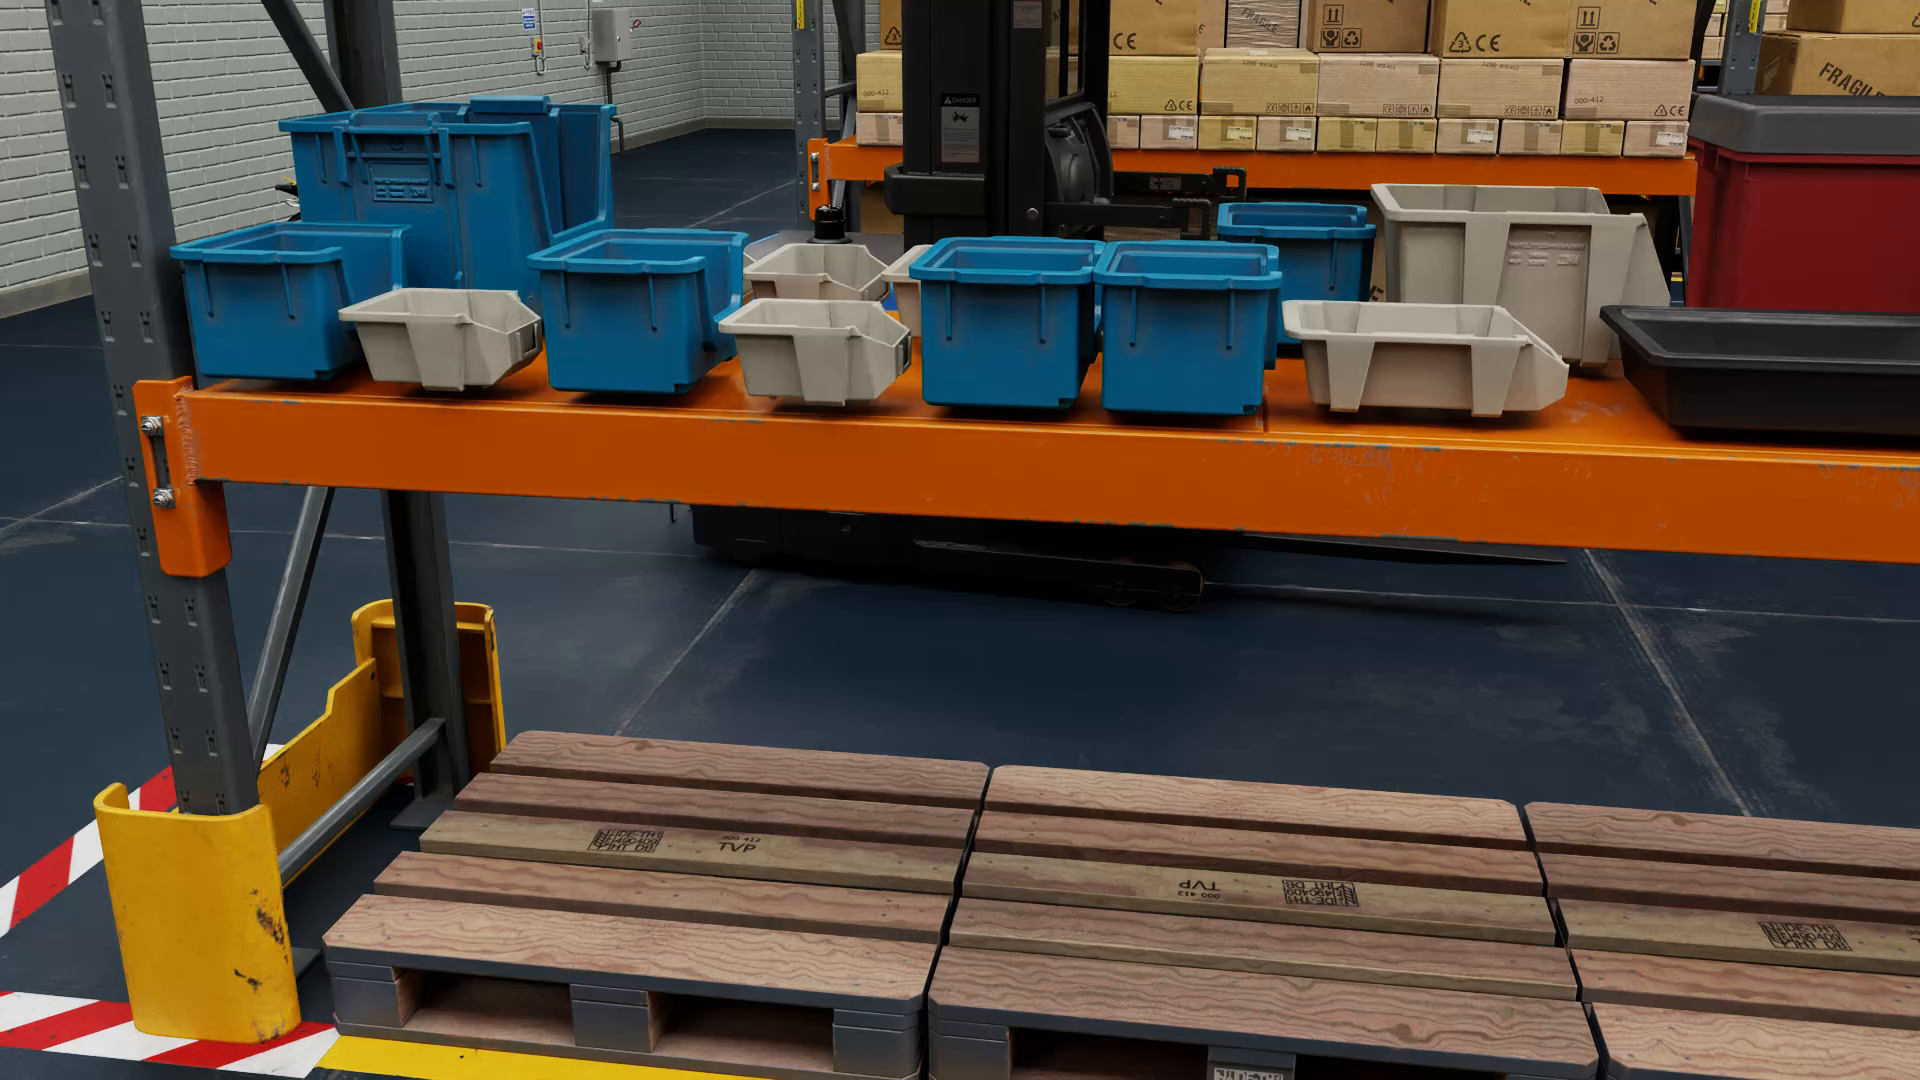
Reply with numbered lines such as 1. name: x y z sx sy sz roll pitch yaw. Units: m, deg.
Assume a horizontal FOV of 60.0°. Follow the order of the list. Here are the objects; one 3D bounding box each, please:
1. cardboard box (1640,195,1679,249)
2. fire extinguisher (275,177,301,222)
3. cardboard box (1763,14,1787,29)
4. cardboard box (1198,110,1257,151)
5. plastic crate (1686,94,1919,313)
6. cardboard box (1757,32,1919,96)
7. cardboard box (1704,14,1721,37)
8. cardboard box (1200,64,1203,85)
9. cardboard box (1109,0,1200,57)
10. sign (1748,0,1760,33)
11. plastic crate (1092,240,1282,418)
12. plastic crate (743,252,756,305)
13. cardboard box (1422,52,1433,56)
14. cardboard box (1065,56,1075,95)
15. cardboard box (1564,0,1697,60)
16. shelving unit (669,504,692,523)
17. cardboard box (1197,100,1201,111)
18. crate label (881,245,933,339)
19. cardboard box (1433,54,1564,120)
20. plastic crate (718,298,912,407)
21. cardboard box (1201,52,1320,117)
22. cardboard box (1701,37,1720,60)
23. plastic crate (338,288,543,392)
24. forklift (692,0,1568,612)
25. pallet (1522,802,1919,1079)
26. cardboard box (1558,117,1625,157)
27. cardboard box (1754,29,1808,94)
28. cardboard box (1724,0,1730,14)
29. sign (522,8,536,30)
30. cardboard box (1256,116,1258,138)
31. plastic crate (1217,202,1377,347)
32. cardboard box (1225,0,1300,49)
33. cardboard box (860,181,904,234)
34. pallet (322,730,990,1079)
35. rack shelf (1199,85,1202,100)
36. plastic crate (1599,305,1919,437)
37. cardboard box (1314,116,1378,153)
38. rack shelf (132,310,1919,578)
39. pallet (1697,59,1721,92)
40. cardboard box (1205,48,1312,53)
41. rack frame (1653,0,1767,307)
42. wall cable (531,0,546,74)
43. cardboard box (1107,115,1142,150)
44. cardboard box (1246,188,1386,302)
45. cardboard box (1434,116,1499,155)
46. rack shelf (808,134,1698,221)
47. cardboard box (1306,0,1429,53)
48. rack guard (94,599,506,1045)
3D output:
1. cardboard box: 4.906 -2.403 12.037 0.500 0.500 0.500 4 19 11
2. fire extinguisher: -1.479 -0.547 3.921 0.183 0.674 0.296 3 19 9
3. cardboard box: 5.569 -3.516 11.350 0.250 0.149 0.380 4 19 11
4. cardboard box: 1.200 -1.845 7.486 0.250 0.149 0.380 2 19 7
5. plastic crate: 1.705 -0.592 3.149 0.583 0.464 0.402 3 19 9
6. cardboard box: 3.747 -1.907 7.118 0.500 0.500 0.500 3 19 9
7. cardboard box: 5.046 -3.542 11.427 0.250 0.149 0.380 3 19 10
8. cardboard box: 1.833 -3.430 12.224 0.250 0.149 0.380 3 19 8
9. cardboard box: 0.820 -2.430 7.424 0.500 0.500 0.500 2 19 7
10. sign: 3.246 -2.235 6.767 0.005 0.325 0.100 3 19 9
11. plastic crate: 0.385 -0.363 2.830 0.300 0.233 0.416 3 19 9
12. plastic crate: -0.569 -0.530 3.480 0.243 0.136 0.396 3 19 9
13. cardboard box: 2.420 -2.163 7.809 0.500 0.250 0.500 3 19 8
14. cardboard box: 0.328 -2.100 7.618 0.500 0.250 0.500 3 19 8
15. cardboard box: 2.836 -2.326 7.113 0.500 0.500 0.500 3 19 10
16. shelving unit: -0.985 -0.585 6.396 0.252 1.050 0.215 5 19 15
17. cardboard box: 1.052 -2.065 8.143 0.250 0.149 0.380 3 19 9
18. crate label: -0.006 -0.504 3.404 0.243 0.136 0.396 3 19 9
19. cardboard box: 2.344 -1.996 7.310 0.500 0.250 0.500 3 19 10
20. plastic crate: -0.238 -0.322 2.860 0.298 0.136 0.250 3 19 9
21. cardboard box: 1.340 -2.049 7.466 0.500 0.250 0.500 3 19 8
22. cardboard box: 5.056 -3.400 11.472 0.250 0.149 0.380 3 19 9
23. plastic crate: -0.907 -0.357 2.962 0.298 0.136 0.250 3 19 9
24. forklift: 0.600 -1.337 5.680 3.031 2.935 1.130 5 19 15
25. pallet: 1.815 0.888 3.316 1.213 0.211 1.003 3 19 9
26. cardboard box: 2.725 -1.768 7.255 0.250 0.149 0.380 3 19 10
27. cardboard box: 3.838 -2.071 7.607 0.500 0.500 0.500 3 19 9
28. cardboard box: 5.310 -3.669 11.338 0.250 0.149 0.380 3 19 8
29. sign: -4.684 -5.660 18.065 0.001 0.218 0.327 3 19 9
30. cardboard box: 1.554 -2.039 8.066 0.250 0.149 0.380 2 19 7
31. plastic crate: 0.666 -0.537 3.349 0.300 0.233 0.416 3 19 9
32. cardboard box: 2.187 -3.719 12.065 0.500 0.500 0.500 2 19 7
33. cardboard box: 0.028 -1.347 8.288 0.875 0.875 0.875 3 19 9
34. pallet: -0.594 0.765 3.683 1.213 0.211 1.003 3 19 9
35. rack shelf: 2.244 -3.269 12.481 4.000 0.370 1.077 3 19 9
36. plastic crate: 1.399 -0.280 2.751 0.590 0.125 0.437 3 19 9
37. cardboard box: 1.711 -1.819 7.409 0.250 0.149 0.380 3 19 8
38. rack shelf: 0.572 -0.169 3.215 4.000 0.370 1.077 3 19 9
39. pallet: 4.950 -3.335 11.845 1.213 0.211 1.003 3 19 9
40. cardboard box: 1.422 -2.215 7.963 0.500 0.250 0.500 3 19 9
41. rack frame: 3.332 -1.961 7.437 0.127 3.000 1.000 3 19 9
42. wall cable: -4.616 -6.040 17.978 0.123 1.953 0.585 3 19 9
43. cardboard box: 0.696 -1.871 7.563 0.250 0.149 0.380 3 19 8
44. cardboard box: 1.805 -1.256 8.017 0.875 0.875 0.875 3 19 9
45. cardboard box: 2.218 -1.794 7.332 0.250 0.149 0.380 3 19 10
46. rack shelf: 1.358 -1.721 7.852 4.000 0.370 1.077 3 19 9
47. cardboard box: 1.901 -2.543 7.761 0.500 0.500 0.500 2 19 7
48. rack guard: -1.428 0.577 3.789 0.348 0.500 1.175 3 19 9
